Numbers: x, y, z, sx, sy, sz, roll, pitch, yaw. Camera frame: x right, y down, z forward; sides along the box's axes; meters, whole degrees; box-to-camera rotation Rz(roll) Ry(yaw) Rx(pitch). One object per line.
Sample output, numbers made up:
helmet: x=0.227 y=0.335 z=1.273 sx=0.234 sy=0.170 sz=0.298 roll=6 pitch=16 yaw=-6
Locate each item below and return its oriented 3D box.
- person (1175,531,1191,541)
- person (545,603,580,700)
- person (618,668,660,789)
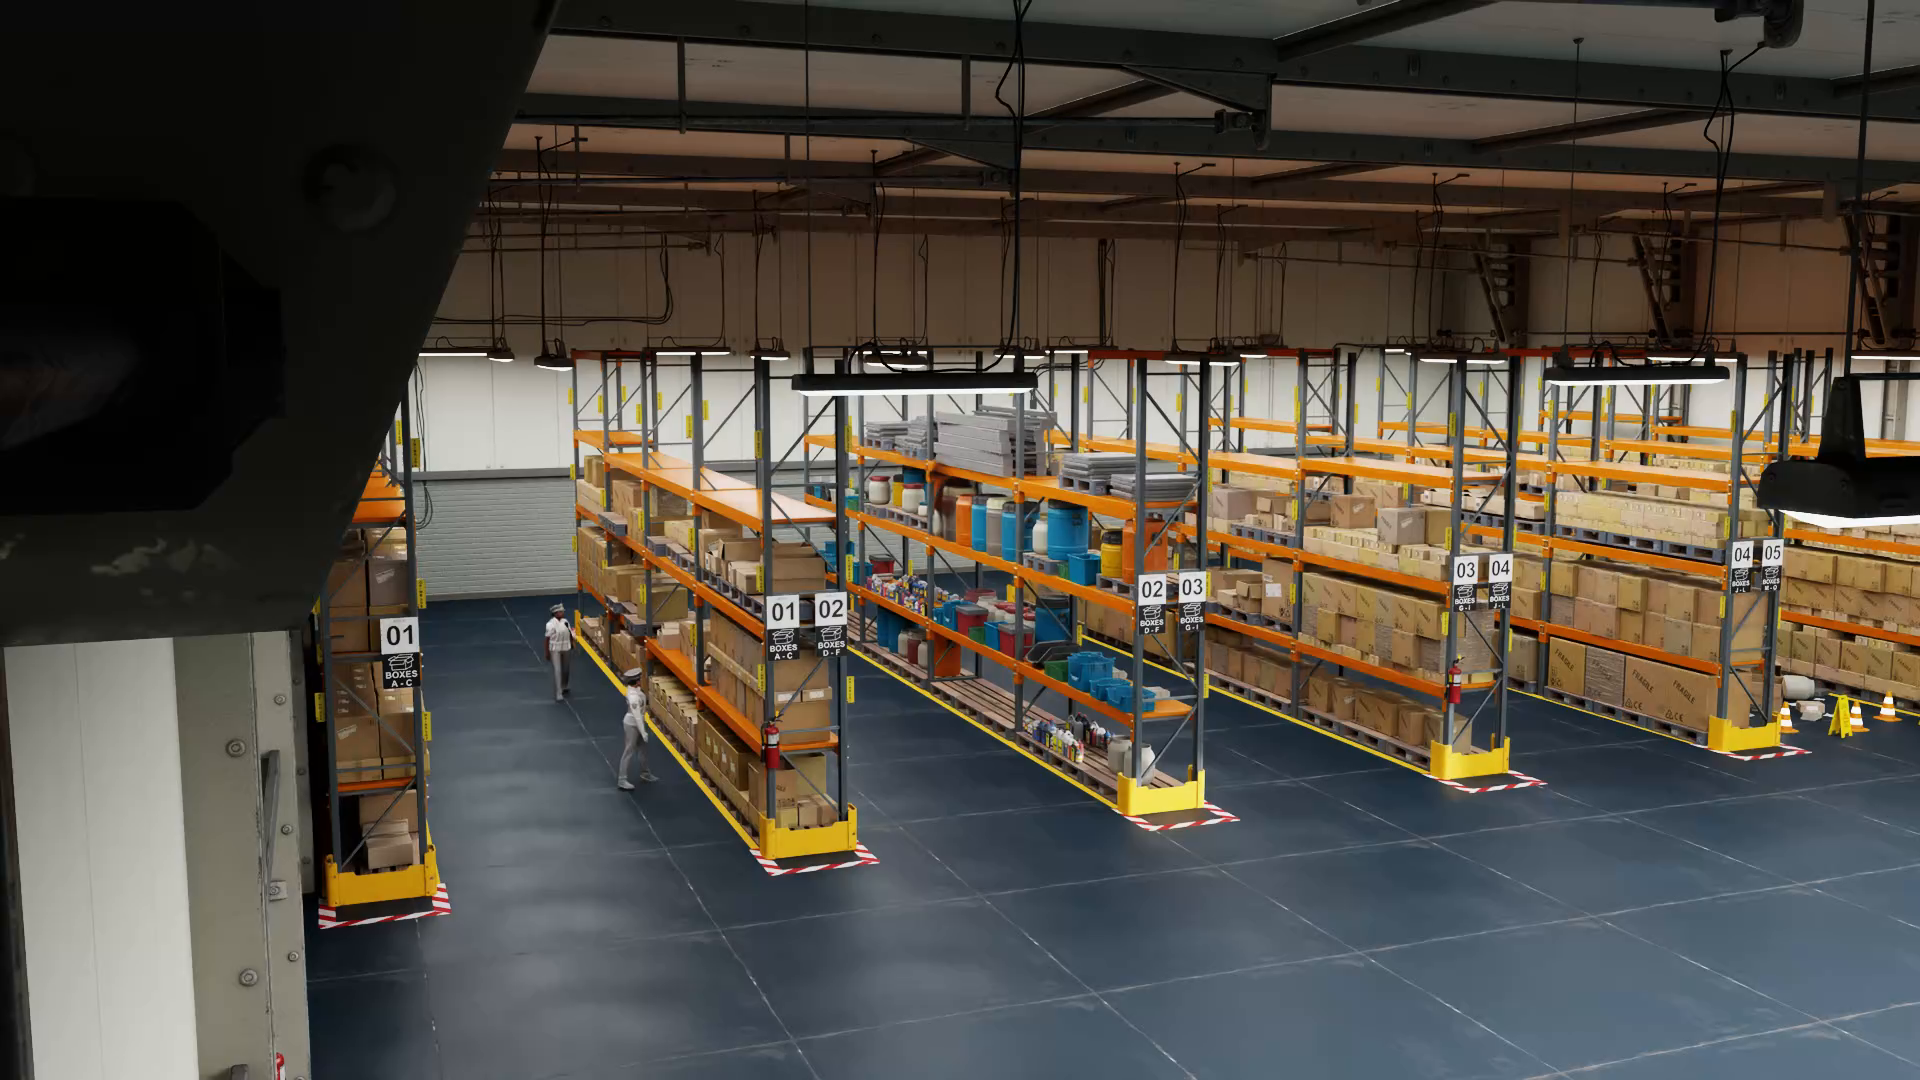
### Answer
person: x=5.827 y=0.064 z=43.391 sx=1.040 sy=1.755 sz=0.580 roll=-4 pitch=8 yaw=-31
person: x=-6.940 y=1.910 z=28.999 sx=0.587 sy=1.642 sz=0.975 roll=-3 pitch=8 yaw=-20
person: x=-4.523 y=2.626 z=23.290 sx=0.508 sy=1.711 sz=0.619 roll=0 pitch=7 yaw=1
